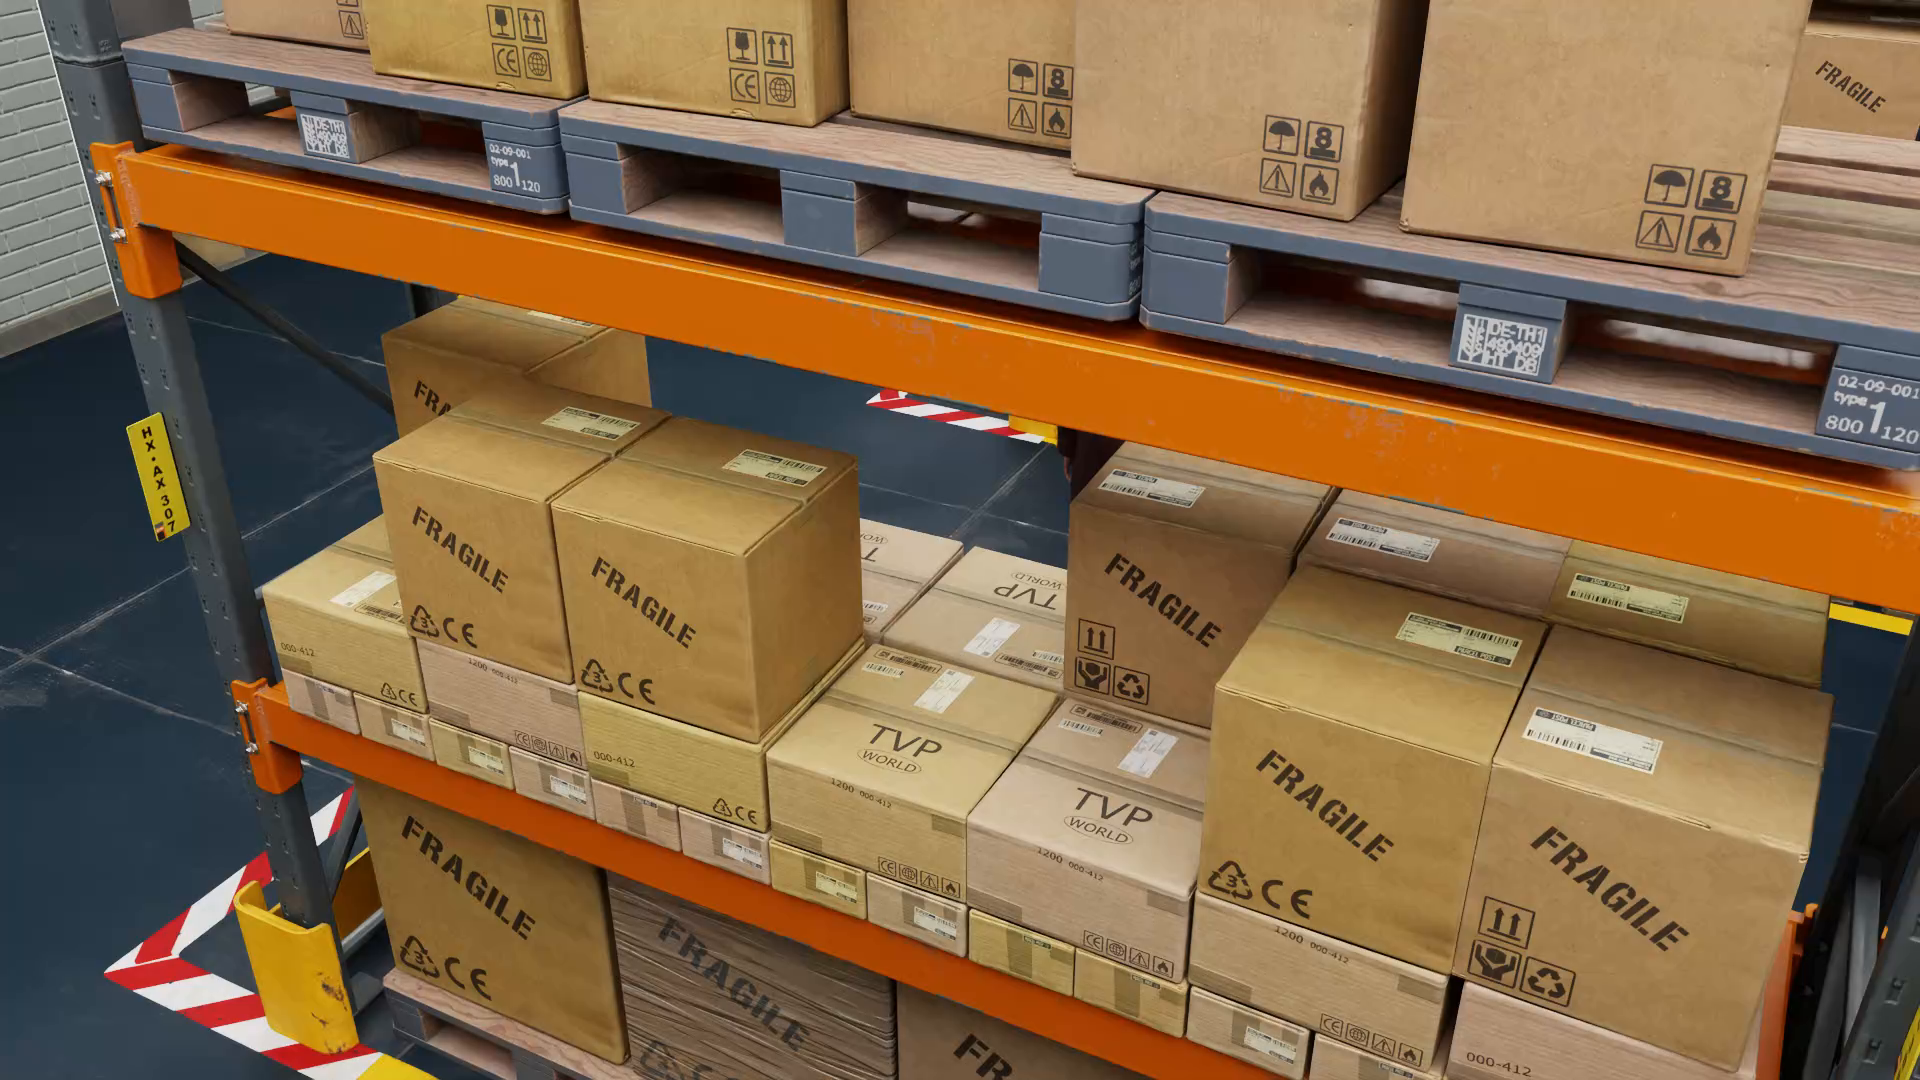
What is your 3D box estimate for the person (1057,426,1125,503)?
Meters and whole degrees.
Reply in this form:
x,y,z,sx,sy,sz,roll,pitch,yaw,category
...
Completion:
x,y,z,sx,sy,sz,roll,pitch,yaw,category
0.685,-0.298,6.669,0.641,1.773,0.428,14,33,23,person
